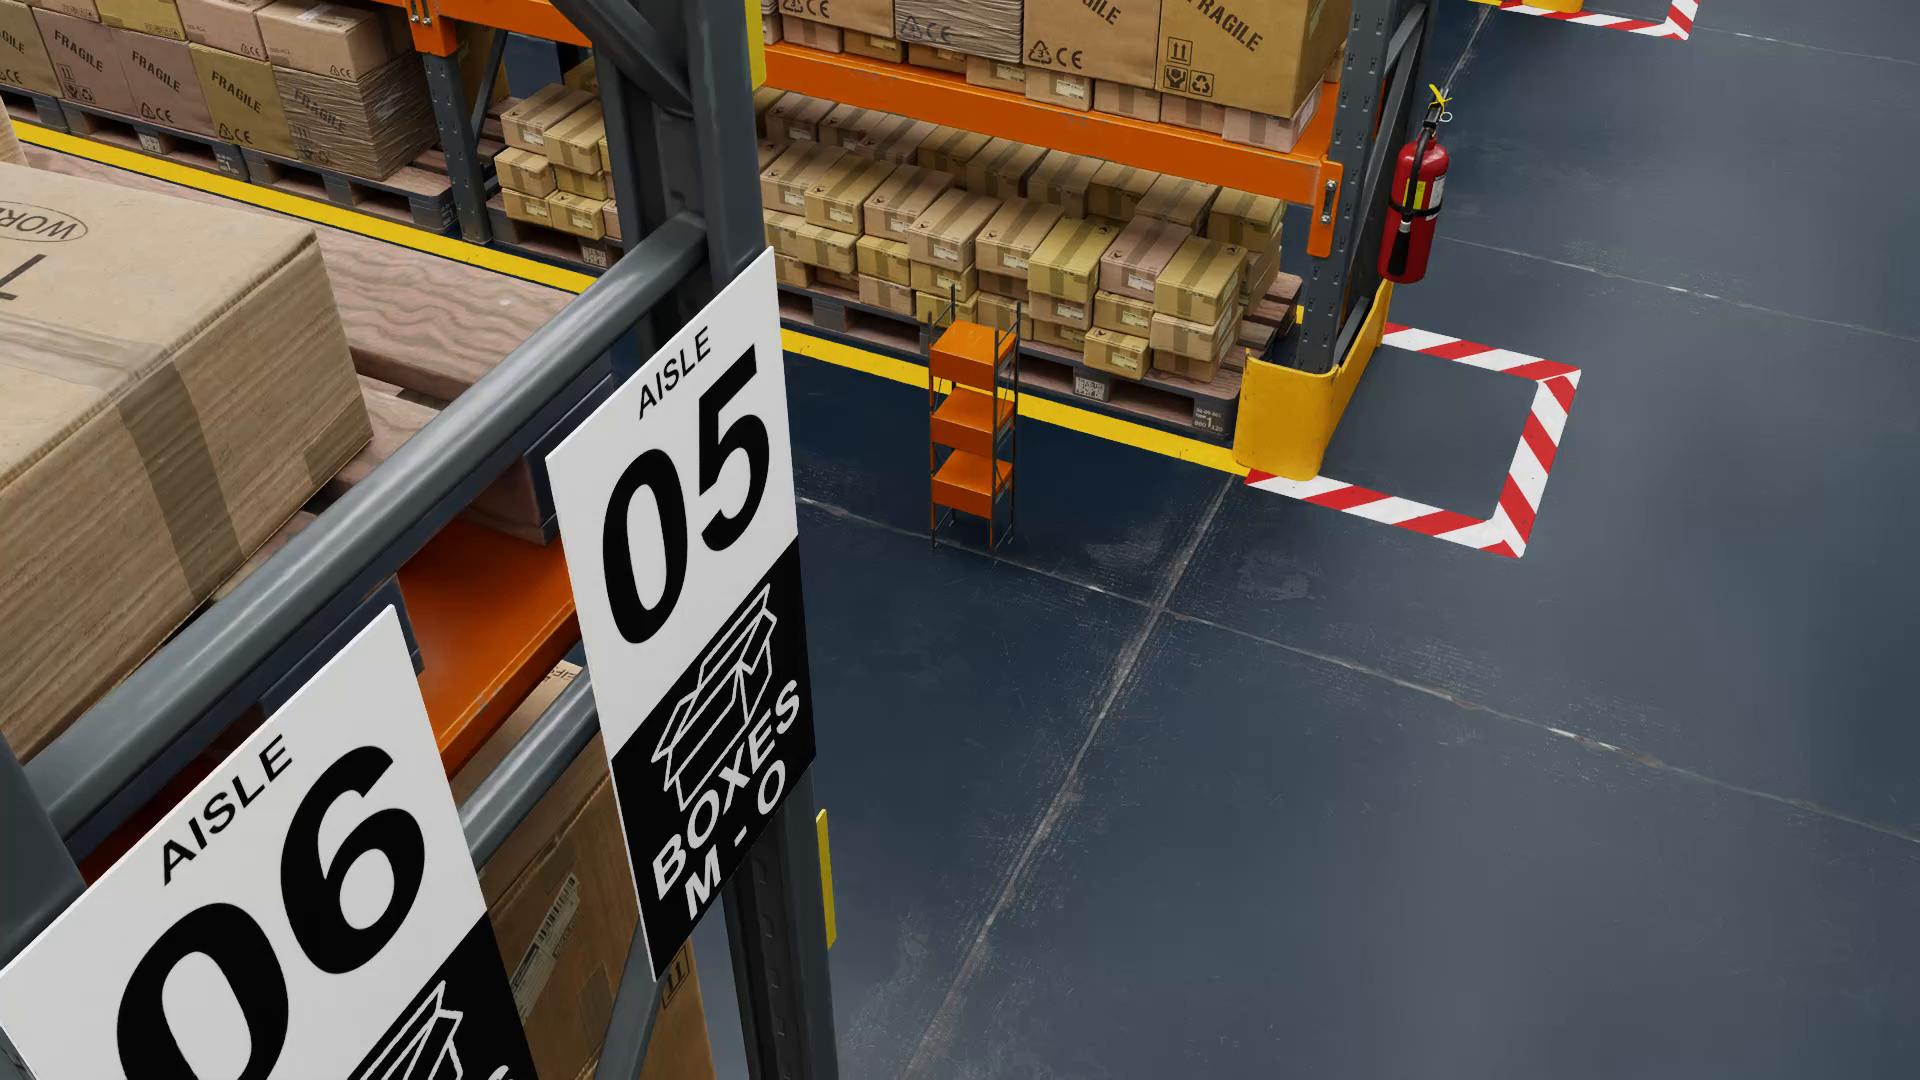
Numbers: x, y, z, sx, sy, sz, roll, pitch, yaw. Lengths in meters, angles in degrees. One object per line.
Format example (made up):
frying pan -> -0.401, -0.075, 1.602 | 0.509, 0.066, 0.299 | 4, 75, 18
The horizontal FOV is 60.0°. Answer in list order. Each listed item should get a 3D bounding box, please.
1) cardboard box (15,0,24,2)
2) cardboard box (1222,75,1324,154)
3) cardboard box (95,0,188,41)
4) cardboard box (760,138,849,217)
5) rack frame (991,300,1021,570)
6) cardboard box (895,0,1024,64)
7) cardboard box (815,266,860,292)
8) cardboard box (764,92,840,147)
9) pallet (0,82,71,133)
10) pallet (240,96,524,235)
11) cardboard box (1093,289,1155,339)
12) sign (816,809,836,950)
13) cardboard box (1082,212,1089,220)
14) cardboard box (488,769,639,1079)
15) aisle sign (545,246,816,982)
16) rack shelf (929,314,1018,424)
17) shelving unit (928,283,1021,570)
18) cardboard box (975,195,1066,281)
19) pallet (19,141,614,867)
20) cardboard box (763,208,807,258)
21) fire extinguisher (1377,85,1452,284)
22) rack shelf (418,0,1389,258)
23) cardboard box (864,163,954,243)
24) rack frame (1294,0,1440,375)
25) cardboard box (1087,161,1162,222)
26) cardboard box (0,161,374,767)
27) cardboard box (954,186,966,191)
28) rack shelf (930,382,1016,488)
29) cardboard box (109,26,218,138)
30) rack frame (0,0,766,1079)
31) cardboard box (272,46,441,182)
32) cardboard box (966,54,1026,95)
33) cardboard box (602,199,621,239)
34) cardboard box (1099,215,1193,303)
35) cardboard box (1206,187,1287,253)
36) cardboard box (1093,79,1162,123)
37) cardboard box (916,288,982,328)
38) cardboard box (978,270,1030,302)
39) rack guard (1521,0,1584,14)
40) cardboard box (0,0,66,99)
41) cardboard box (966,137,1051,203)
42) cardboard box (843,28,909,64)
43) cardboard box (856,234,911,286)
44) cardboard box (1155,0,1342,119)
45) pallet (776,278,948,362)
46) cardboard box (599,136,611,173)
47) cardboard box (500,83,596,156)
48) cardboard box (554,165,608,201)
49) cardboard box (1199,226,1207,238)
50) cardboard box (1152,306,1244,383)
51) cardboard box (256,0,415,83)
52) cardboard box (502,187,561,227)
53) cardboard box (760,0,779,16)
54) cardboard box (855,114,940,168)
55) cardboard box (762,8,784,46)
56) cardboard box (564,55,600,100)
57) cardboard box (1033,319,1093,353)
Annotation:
cardboard box -> -4.733, -2.960, 8.390 | 0.500, 0.250, 0.500 | 16, 44, 18
cardboard box -> 1.120, -1.550, 5.939 | 0.250, 0.149, 0.380 | 17, 44, 19
cardboard box -> -3.817, -2.672, 8.057 | 0.500, 0.250, 0.500 | 15, 43, 17
cardboard box -> -0.667, -1.561, 7.163 | 0.250, 0.149, 0.380 | 15, 43, 17
rack frame -> 0.159, -0.348, 5.850 | 0.008, 1.050, 0.200 | 17, 44, 19
cardboard box -> 0.091, -2.124, 6.107 | 0.500, 0.500, 0.500 | 17, 44, 19
cardboard box -> -0.433, -1.257, 7.266 | 0.250, 0.149, 0.380 | 18, 44, 20
cardboard box -> -0.694, -1.942, 7.602 | 0.250, 0.149, 0.380 | 15, 43, 17
pallet -> -5.007, -2.666, 9.165 | 1.213, 0.211, 1.003 | 17, 44, 19
pallet -> -2.796, -1.991, 8.385 | 1.213, 0.211, 1.003 | 17, 44, 19
cardboard box -> 0.722, -0.997, 6.739 | 0.250, 0.149, 0.380 | 16, 43, 18
sign -> -0.226, 0.559, 2.593 | 0.005, 0.325, 0.100 | 17, 44, 19
cardboard box -> 0.499, -1.473, 7.288 | 0.250, 0.149, 0.380 | 18, 44, 20
cardboard box -> -0.781, 0.527, 2.513 | 0.500, 0.500, 0.500 | 16, 43, 18
aisle sign -> -0.278, 0.110, 1.849 | 0.004, 0.787, 0.394 | 17, 44, 19
rack shelf -> 0.048, -0.588, 5.710 | 0.240, 0.259, 0.215 | 17, 44, 19
shelving unit -> 0.048, -0.382, 5.889 | 0.252, 1.050, 0.215 | 17, 44, 19
cardboard box -> 0.248, -1.234, 6.785 | 0.250, 0.149, 0.380 | 15, 43, 17
pallet -> -1.143, -0.055, 1.801 | 1.213, 0.211, 1.003 | 17, 44, 19
cardboard box -> -0.709, -1.396, 7.199 | 0.250, 0.149, 0.380 | 17, 44, 18
fire extinguisher -> 1.568, -1.208, 5.697 | 0.183, 0.674, 0.296 | 17, 44, 19
rack shelf -> -0.277, -2.004, 6.821 | 4.000, 0.370, 1.077 | 17, 44, 19
cardboard box -> -0.211, -1.414, 6.993 | 0.250, 0.149, 0.380 | 16, 43, 17
rack frame -> 1.535, -1.722, 5.946 | 0.127, 3.000, 1.000 | 17, 44, 19
cardboard box -> 0.729, -1.526, 7.122 | 0.250, 0.149, 0.380 | 17, 44, 19
cardboard box -> -0.912, -0.100, 1.503 | 0.500, 0.250, 0.500 | 13, 43, 15
cardboard box -> -0.045, -1.541, 7.366 | 0.250, 0.149, 0.380 | 19, 44, 21
rack shelf -> 0.048, -0.374, 5.896 | 0.240, 0.259, 0.215 | 17, 44, 19
cardboard box -> -3.795, -2.386, 8.301 | 0.500, 0.500, 0.500 | 16, 43, 18
rack frame -> -0.466, -1.023, 0.560 | 0.127, 3.000, 1.000 | 17, 44, 19
cardboard box -> -2.867, -2.099, 7.970 | 0.500, 0.500, 0.500 | 16, 43, 18
cardboard box -> 0.209, -1.848, 6.284 | 0.250, 0.149, 0.380 | 15, 43, 17
cardboard box -> -1.407, -1.508, 7.555 | 0.250, 0.149, 0.380 | 17, 44, 18
cardboard box -> 0.745, -1.128, 6.663 | 0.250, 0.149, 0.380 | 18, 44, 19
cardboard box -> 1.204, -1.375, 6.948 | 0.250, 0.149, 0.380 | 15, 43, 17
cardboard box -> 0.677, -1.701, 6.114 | 0.250, 0.149, 0.380 | 17, 44, 18
cardboard box -> 0.004, -1.055, 7.033 | 0.250, 0.149, 0.380 | 15, 43, 17
cardboard box -> 0.264, -1.171, 6.940 | 0.250, 0.149, 0.380 | 16, 44, 18
rack guard -> 3.745, -3.687, 10.122 | 0.348, 0.500, 1.175 | 17, 44, 19
cardboard box -> -4.725, -2.667, 8.625 | 0.500, 0.500, 0.500 | 17, 44, 19
cardboard box -> 0.222, -1.628, 7.239 | 0.250, 0.149, 0.380 | 19, 44, 20
cardboard box -> -0.257, -2.022, 6.485 | 0.250, 0.149, 0.380 | 18, 44, 19
cardboard box -> -0.235, -1.253, 7.034 | 0.250, 0.149, 0.380 | 19, 44, 21
cardboard box -> 1.019, -1.844, 5.784 | 0.500, 0.500, 0.500 | 18, 44, 19
pallet -> -0.357, -1.274, 7.559 | 1.213, 0.211, 1.003 | 17, 44, 19
cardboard box -> -1.391, -1.765, 7.398 | 0.250, 0.149, 0.380 | 16, 44, 18
cardboard box -> -1.865, -1.917, 7.574 | 0.250, 0.149, 0.380 | 19, 44, 20
cardboard box -> -1.629, -1.716, 7.569 | 0.250, 0.149, 0.380 | 17, 44, 19
cardboard box -> 0.944, -1.323, 7.115 | 0.250, 0.149, 0.380 | 17, 44, 18
cardboard box -> 0.970, -0.825, 6.768 | 0.250, 0.149, 0.380 | 18, 44, 19
cardboard box -> -2.872, -2.383, 7.725 | 0.500, 0.250, 0.500 | 16, 43, 18
cardboard box -> -1.896, -1.620, 7.684 | 0.250, 0.149, 0.380 | 15, 43, 17
cardboard box -> -0.855, -2.399, 6.425 | 0.500, 0.500, 0.500 | 16, 43, 18
cardboard box -> -0.265, -1.740, 7.370 | 0.250, 0.149, 0.380 | 17, 44, 19
cardboard box -> -0.758, -2.126, 6.605 | 0.250, 0.149, 0.380 | 19, 44, 20
cardboard box -> -1.657, -2.192, 7.890 | 0.250, 0.149, 0.380 | 18, 44, 20
cardboard box -> 0.491, -0.961, 6.924 | 0.250, 0.149, 0.380 | 17, 44, 18
